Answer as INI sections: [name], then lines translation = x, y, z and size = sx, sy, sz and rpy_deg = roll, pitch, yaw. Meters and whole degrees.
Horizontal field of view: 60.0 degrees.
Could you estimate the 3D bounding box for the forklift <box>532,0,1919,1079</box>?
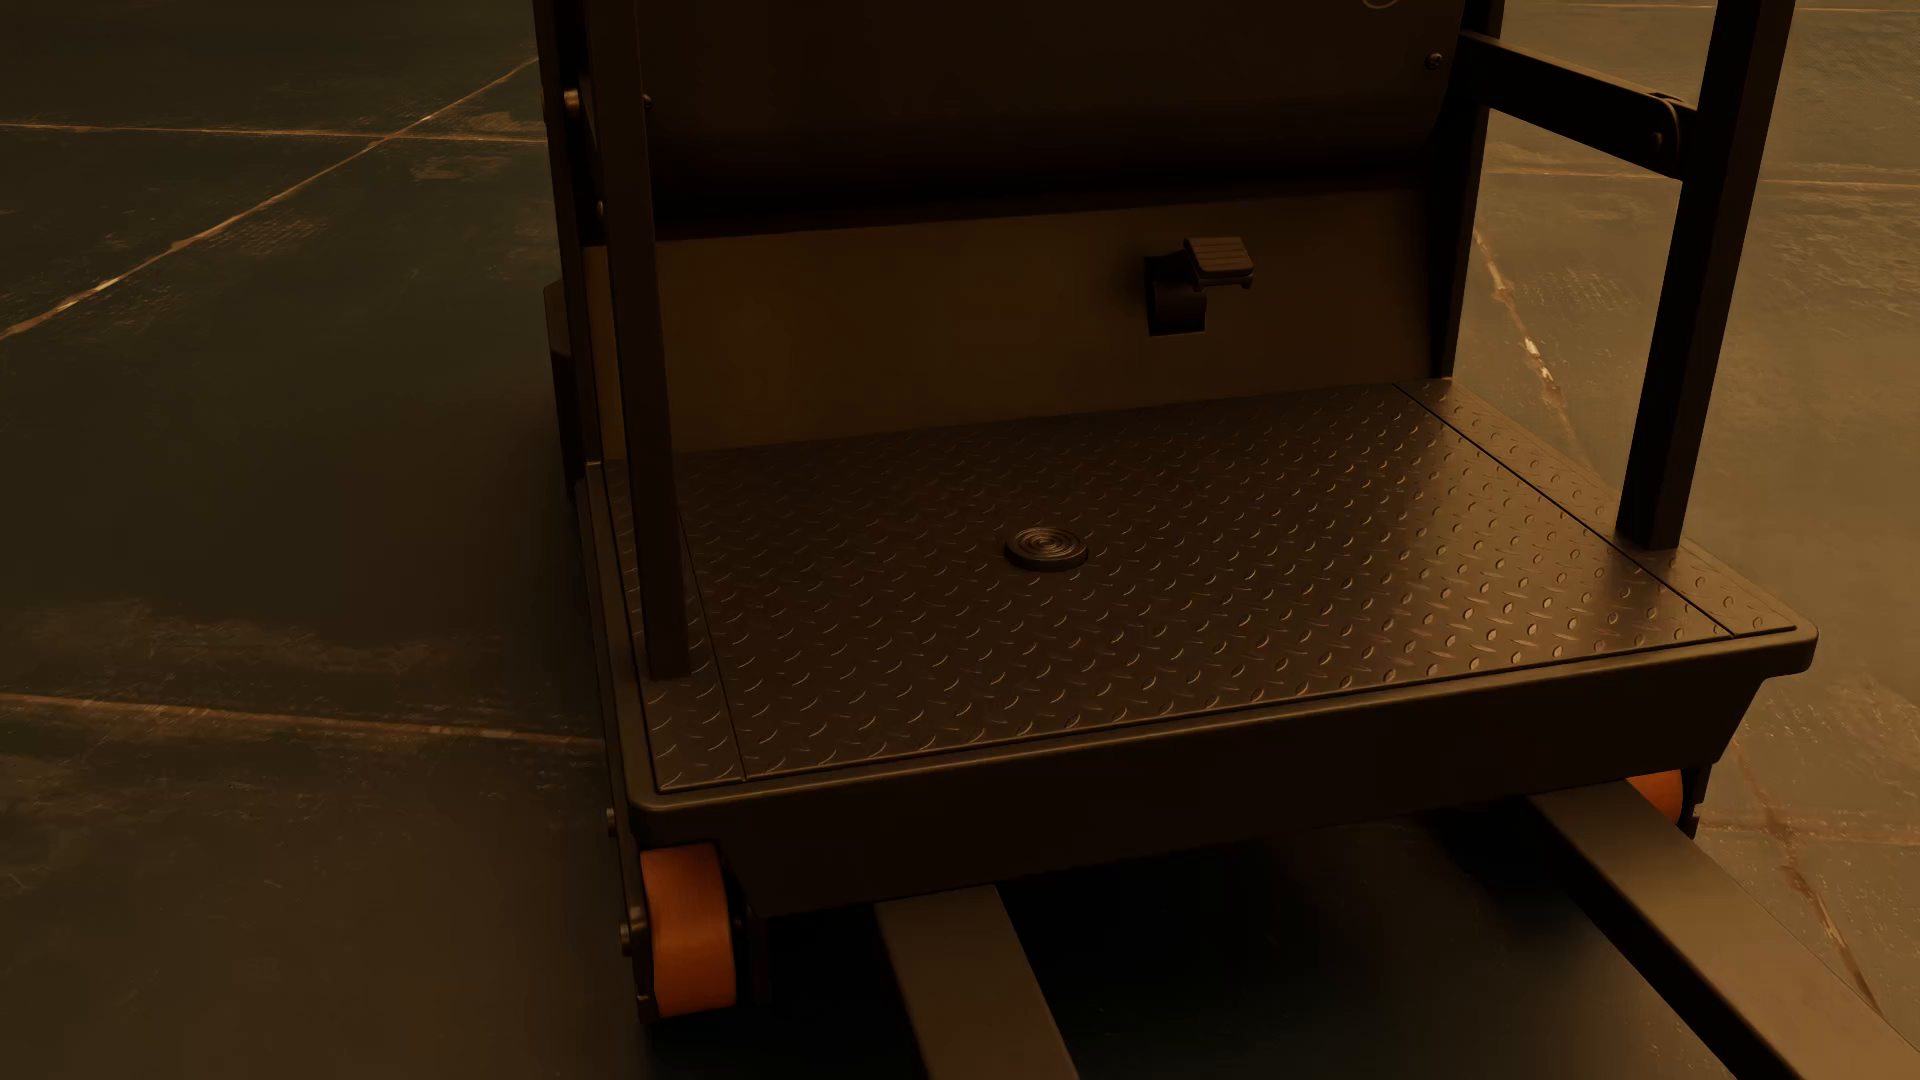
[forklift]
translation = 0.153, -1.049, 1.319
size = 1.130, 2.935, 3.031
rpy_deg = -7, 27, -13
